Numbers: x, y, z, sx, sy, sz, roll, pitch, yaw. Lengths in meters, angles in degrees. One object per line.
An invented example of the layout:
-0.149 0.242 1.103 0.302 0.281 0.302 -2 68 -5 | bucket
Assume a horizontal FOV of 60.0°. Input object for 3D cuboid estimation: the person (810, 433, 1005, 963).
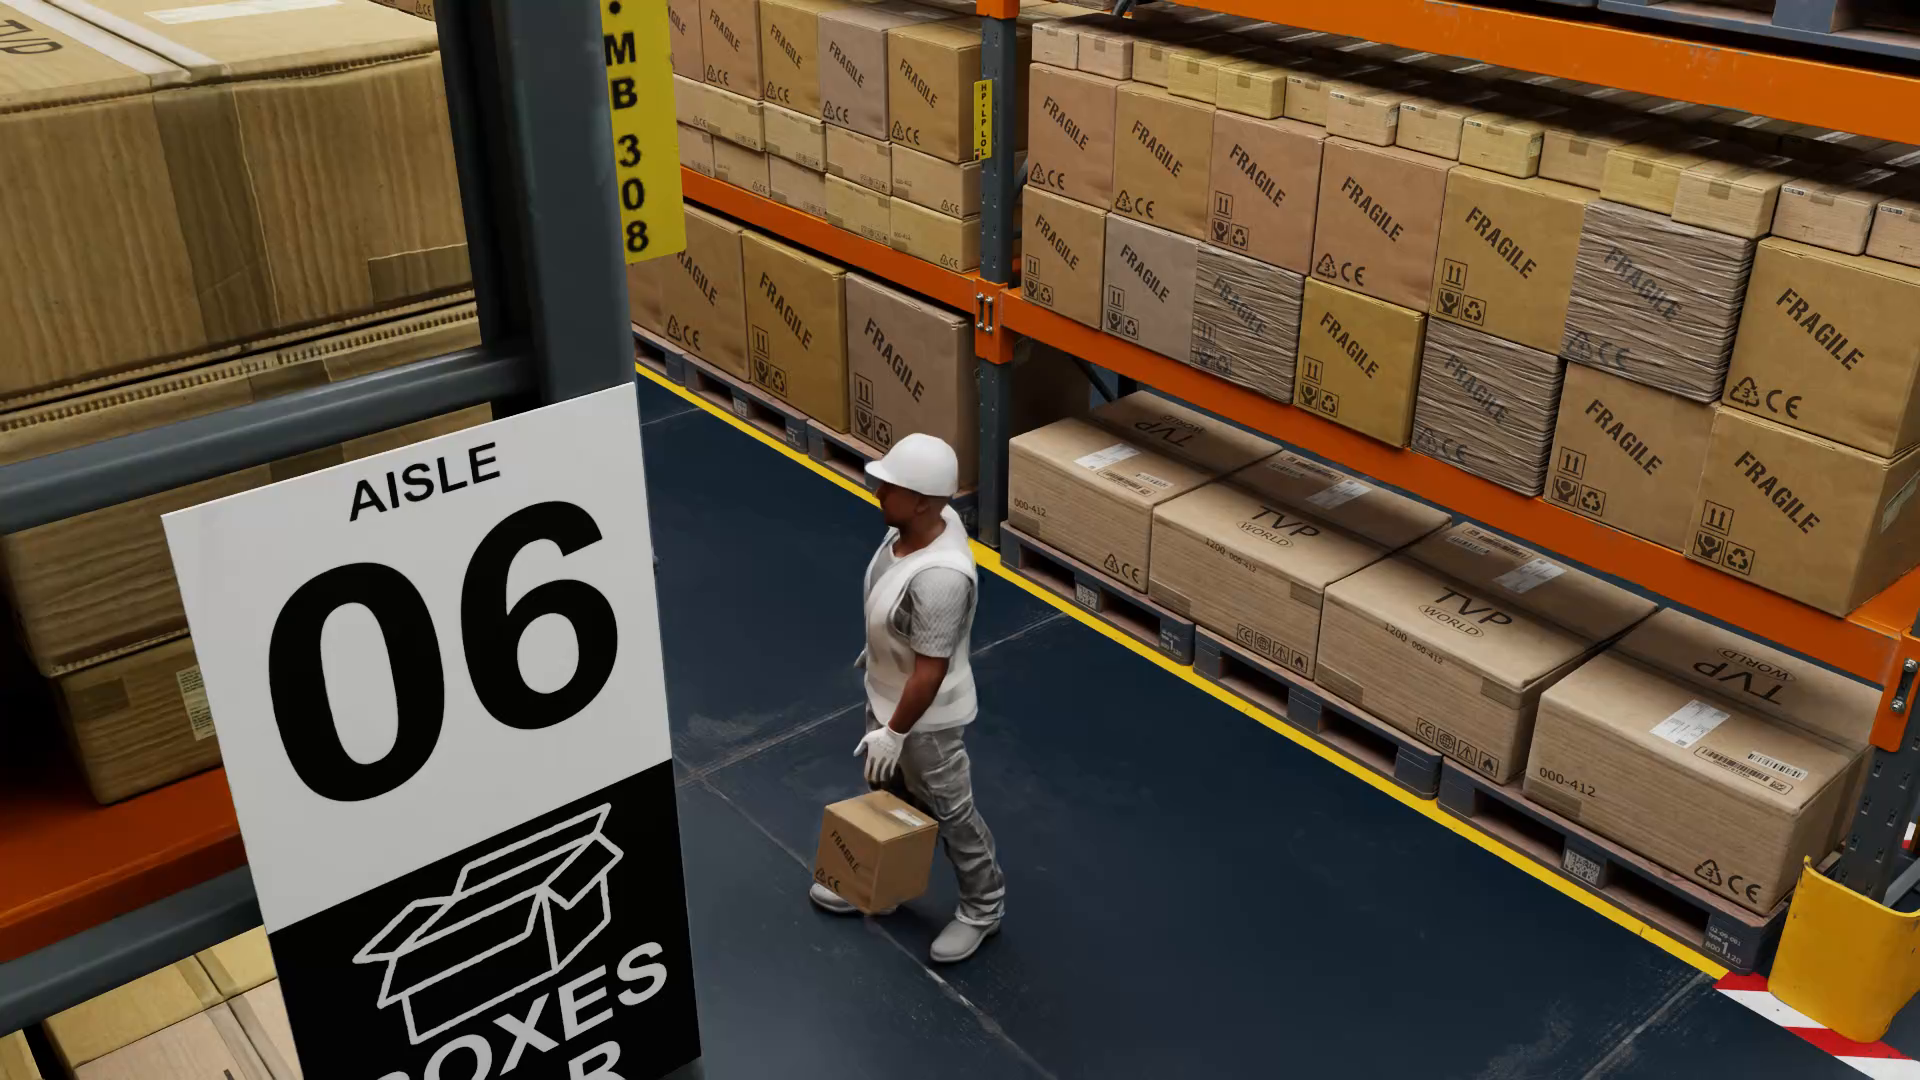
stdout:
-0.178 0.492 5.169 0.616 1.789 0.642 -6 28 -10 | person
